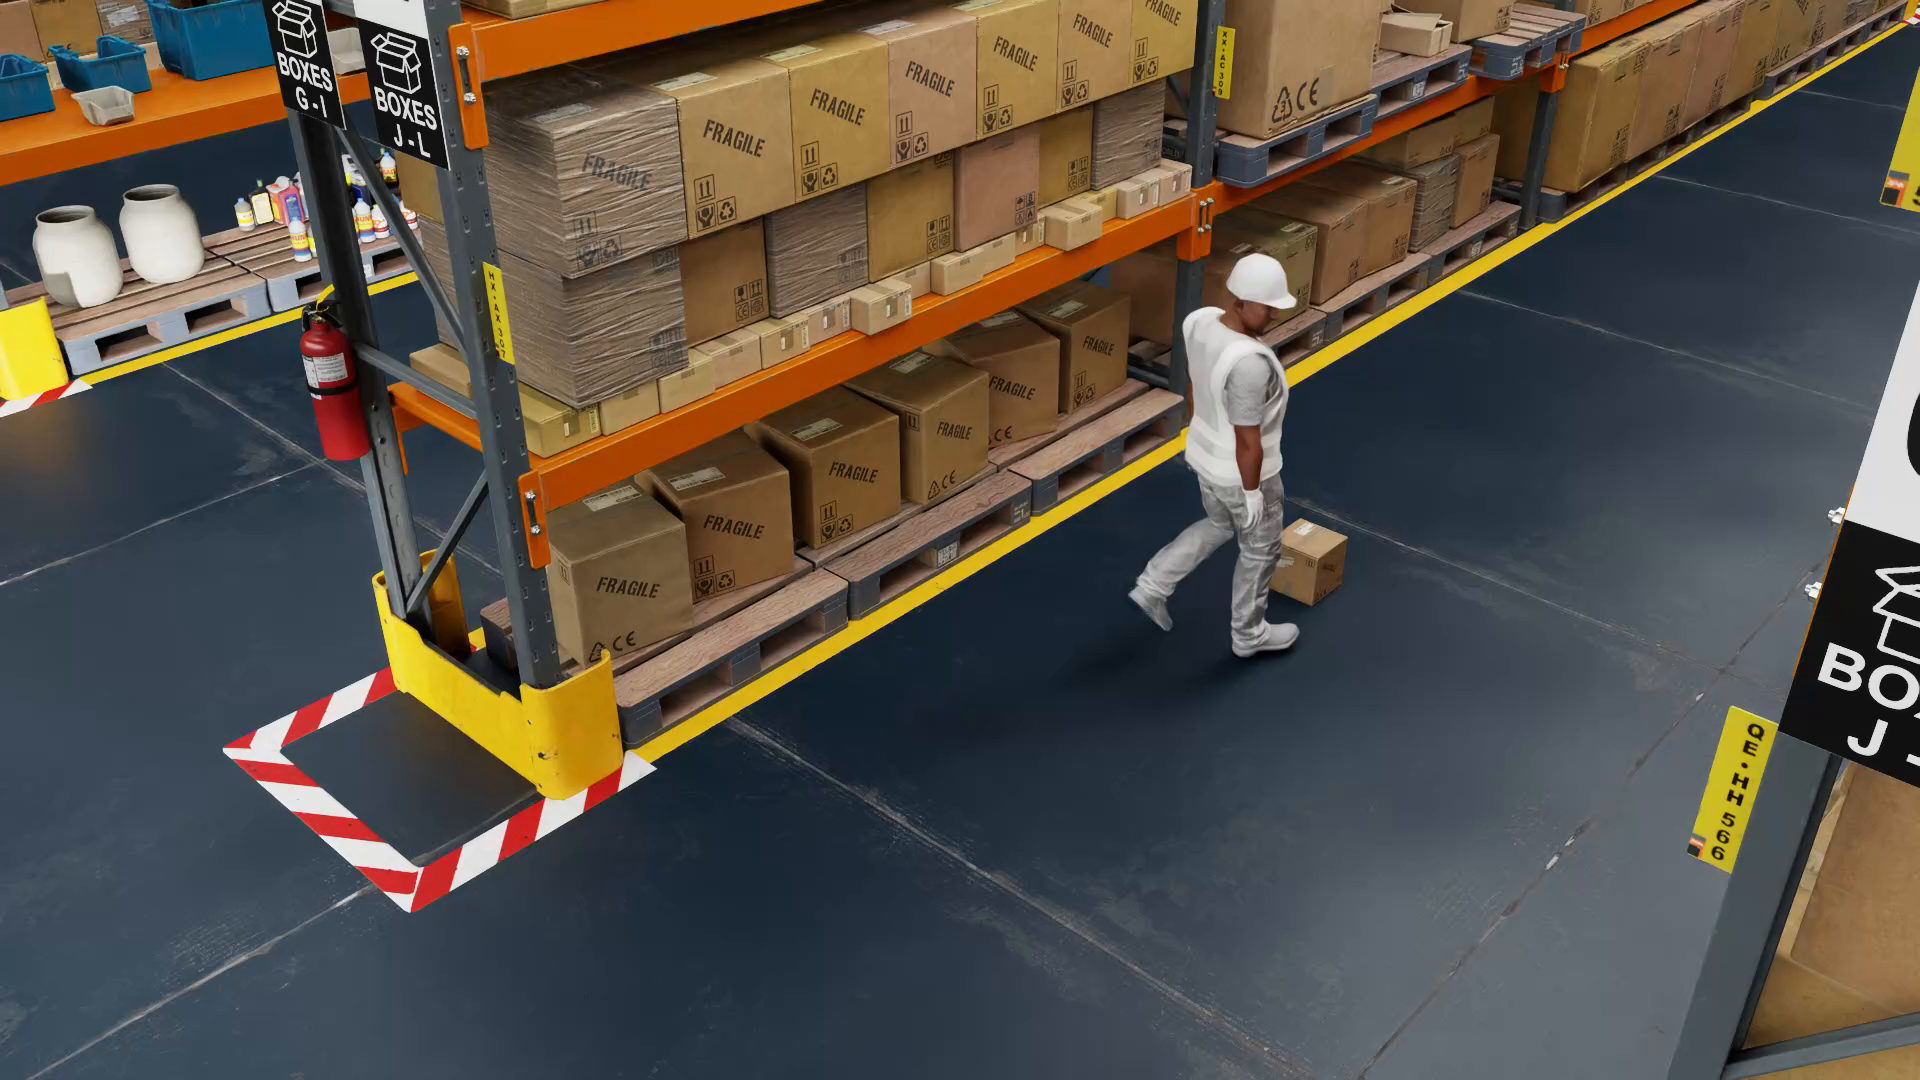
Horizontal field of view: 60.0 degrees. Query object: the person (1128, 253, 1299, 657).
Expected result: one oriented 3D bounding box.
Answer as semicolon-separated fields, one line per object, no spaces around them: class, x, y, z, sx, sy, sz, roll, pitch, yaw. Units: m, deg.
person;1.069;-0.306;6.604;0.734;1.769;0.590;-11;33;-17
